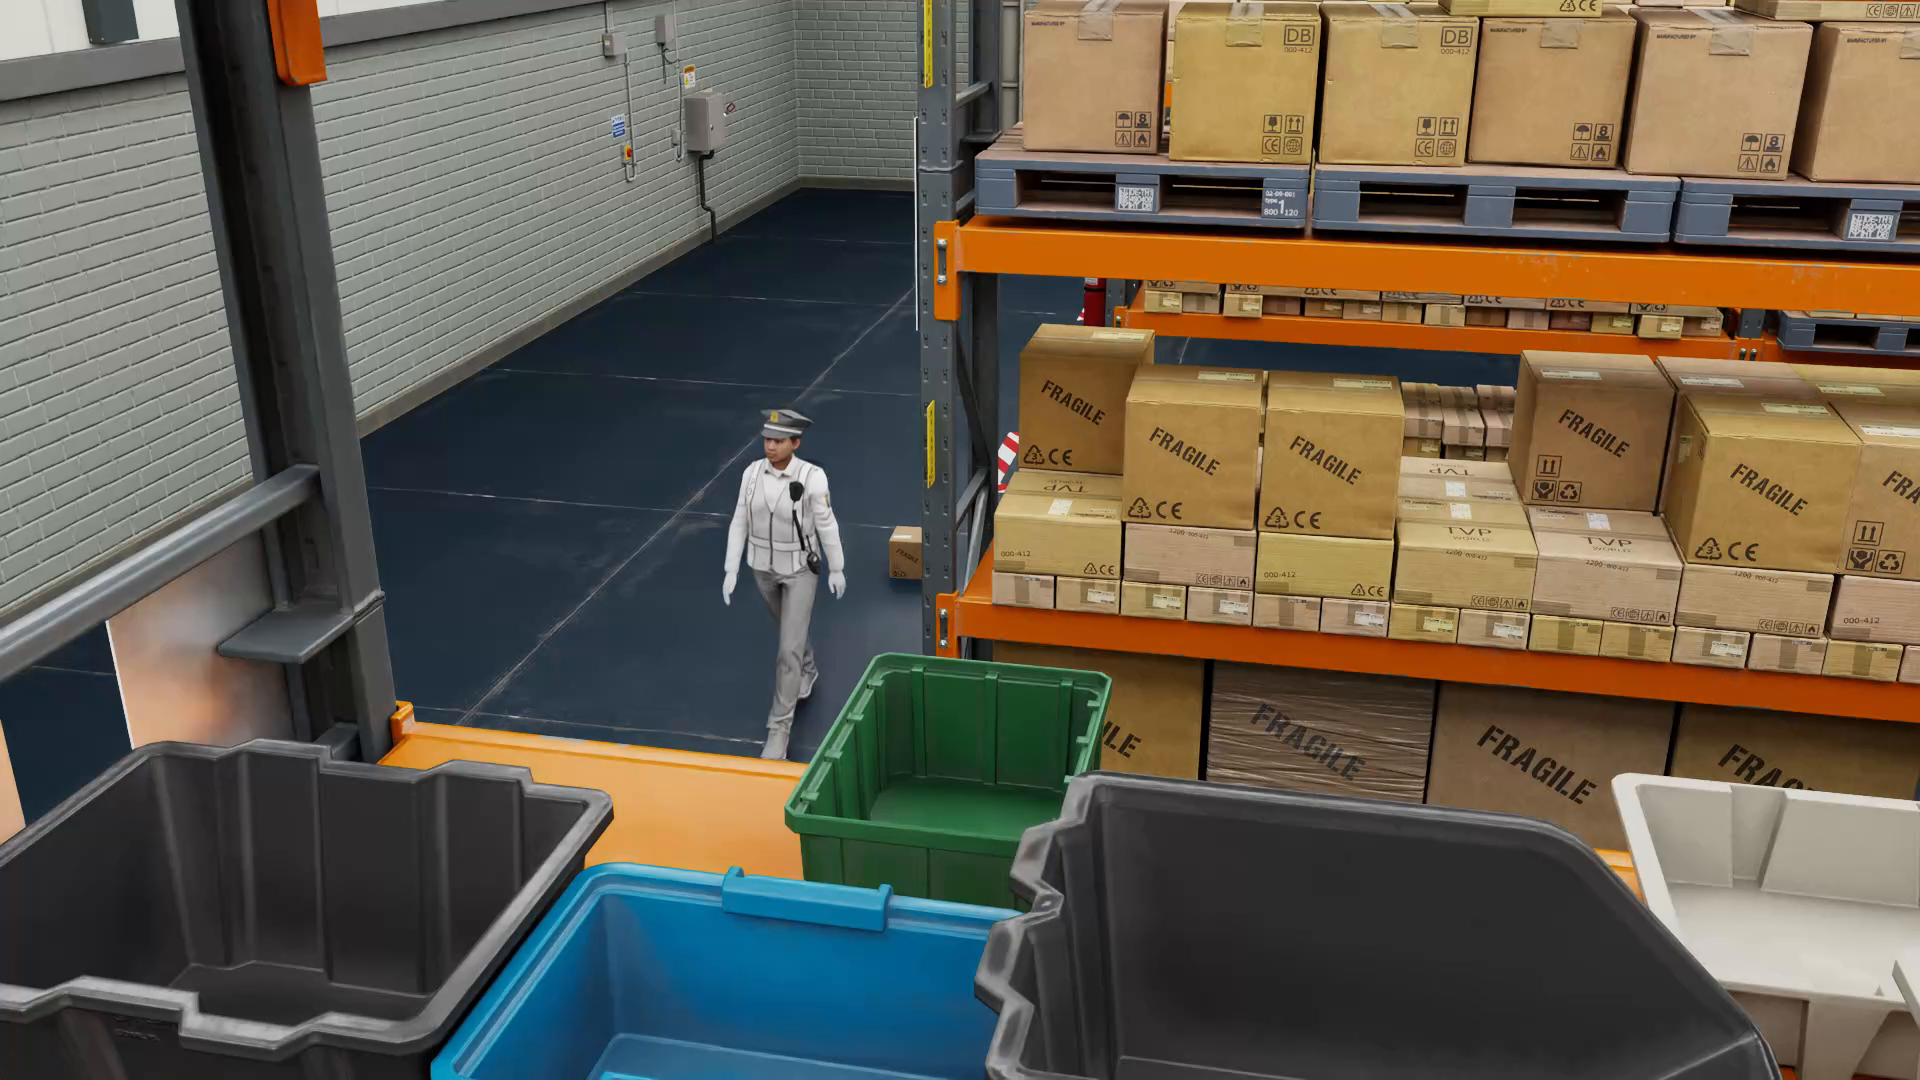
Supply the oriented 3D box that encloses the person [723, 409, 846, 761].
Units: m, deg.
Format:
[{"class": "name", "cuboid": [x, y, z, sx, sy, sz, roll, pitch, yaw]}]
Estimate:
[{"class": "person", "cuboid": [-0.898, 0.156, 8.116, 0.521, 1.636, 0.973, 8, 23, 20]}]
